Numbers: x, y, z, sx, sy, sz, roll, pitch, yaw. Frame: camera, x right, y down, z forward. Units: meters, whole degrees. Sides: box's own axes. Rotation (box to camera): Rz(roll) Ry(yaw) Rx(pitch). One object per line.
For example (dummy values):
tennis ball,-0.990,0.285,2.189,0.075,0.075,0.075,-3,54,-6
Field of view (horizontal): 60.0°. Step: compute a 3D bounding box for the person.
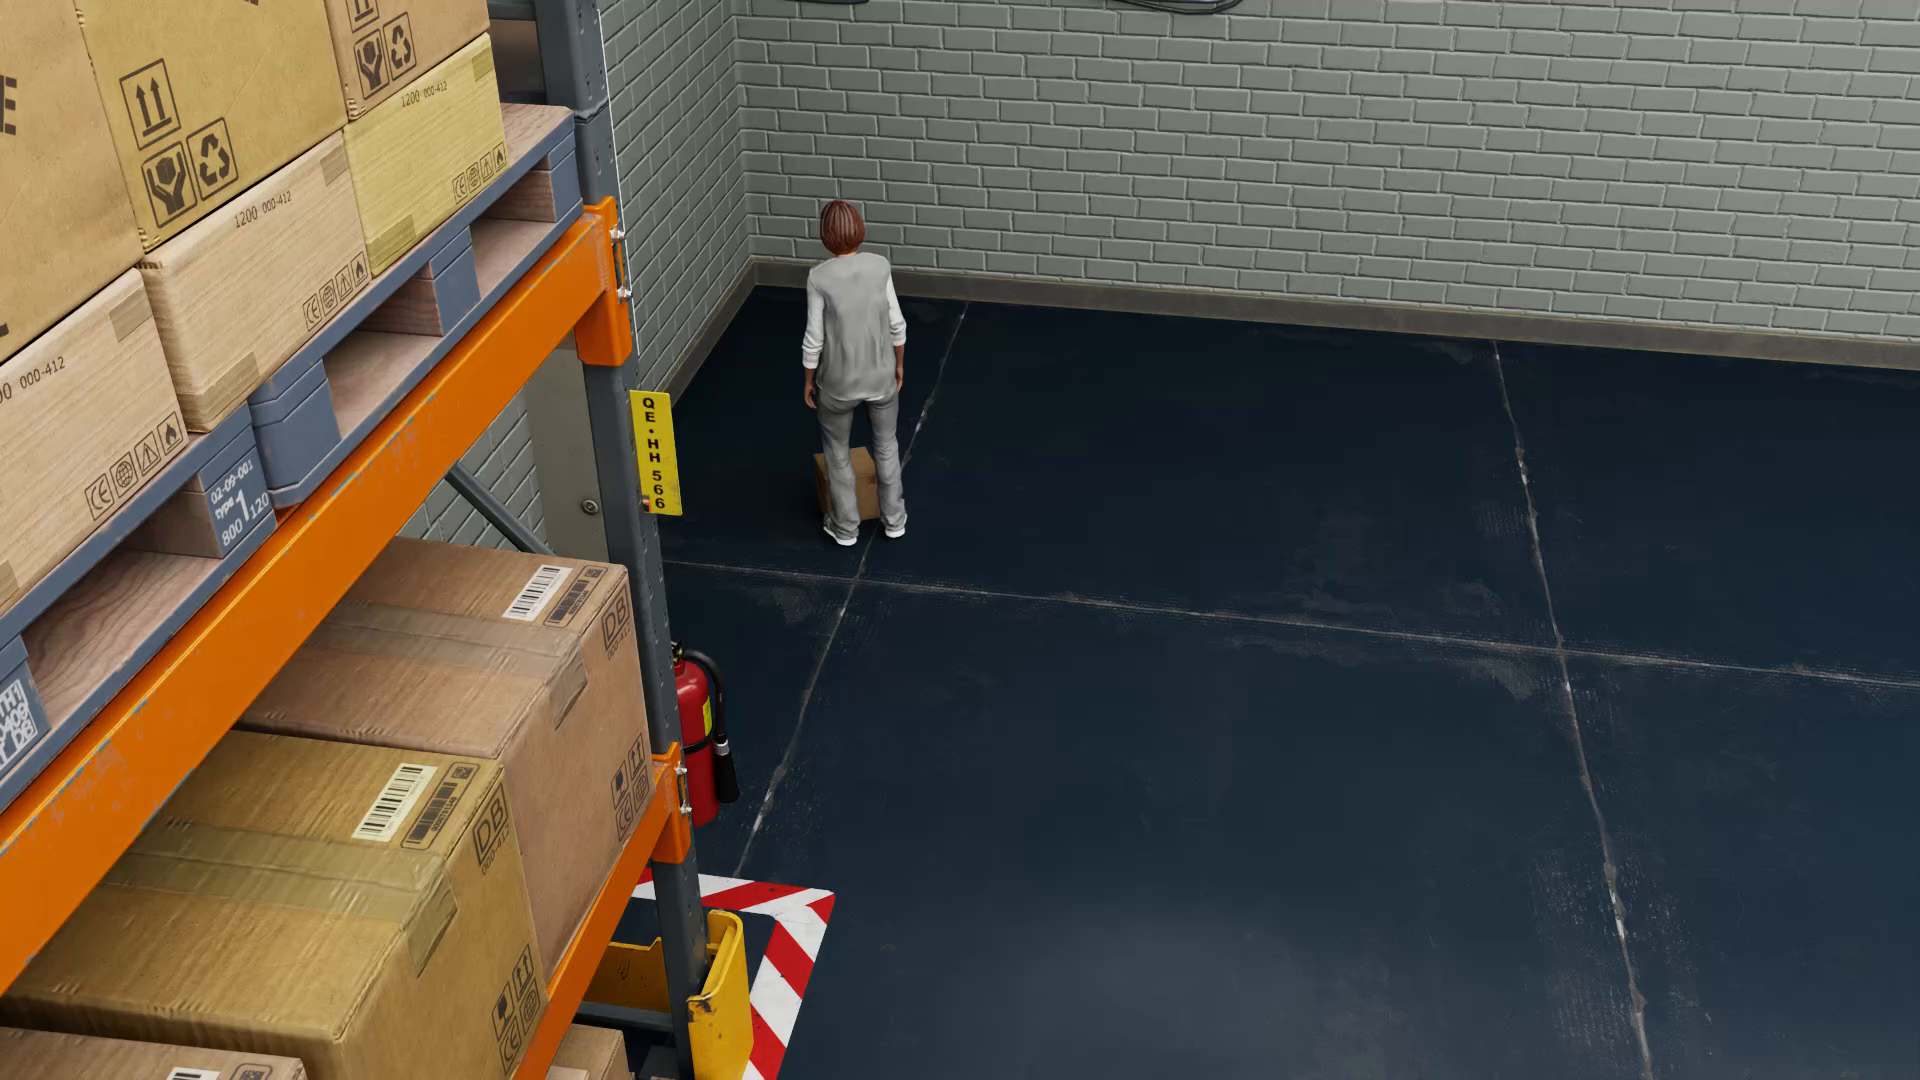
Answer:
person,-0.445,-0.699,7.231,0.467,1.593,0.348,-9,34,-14
